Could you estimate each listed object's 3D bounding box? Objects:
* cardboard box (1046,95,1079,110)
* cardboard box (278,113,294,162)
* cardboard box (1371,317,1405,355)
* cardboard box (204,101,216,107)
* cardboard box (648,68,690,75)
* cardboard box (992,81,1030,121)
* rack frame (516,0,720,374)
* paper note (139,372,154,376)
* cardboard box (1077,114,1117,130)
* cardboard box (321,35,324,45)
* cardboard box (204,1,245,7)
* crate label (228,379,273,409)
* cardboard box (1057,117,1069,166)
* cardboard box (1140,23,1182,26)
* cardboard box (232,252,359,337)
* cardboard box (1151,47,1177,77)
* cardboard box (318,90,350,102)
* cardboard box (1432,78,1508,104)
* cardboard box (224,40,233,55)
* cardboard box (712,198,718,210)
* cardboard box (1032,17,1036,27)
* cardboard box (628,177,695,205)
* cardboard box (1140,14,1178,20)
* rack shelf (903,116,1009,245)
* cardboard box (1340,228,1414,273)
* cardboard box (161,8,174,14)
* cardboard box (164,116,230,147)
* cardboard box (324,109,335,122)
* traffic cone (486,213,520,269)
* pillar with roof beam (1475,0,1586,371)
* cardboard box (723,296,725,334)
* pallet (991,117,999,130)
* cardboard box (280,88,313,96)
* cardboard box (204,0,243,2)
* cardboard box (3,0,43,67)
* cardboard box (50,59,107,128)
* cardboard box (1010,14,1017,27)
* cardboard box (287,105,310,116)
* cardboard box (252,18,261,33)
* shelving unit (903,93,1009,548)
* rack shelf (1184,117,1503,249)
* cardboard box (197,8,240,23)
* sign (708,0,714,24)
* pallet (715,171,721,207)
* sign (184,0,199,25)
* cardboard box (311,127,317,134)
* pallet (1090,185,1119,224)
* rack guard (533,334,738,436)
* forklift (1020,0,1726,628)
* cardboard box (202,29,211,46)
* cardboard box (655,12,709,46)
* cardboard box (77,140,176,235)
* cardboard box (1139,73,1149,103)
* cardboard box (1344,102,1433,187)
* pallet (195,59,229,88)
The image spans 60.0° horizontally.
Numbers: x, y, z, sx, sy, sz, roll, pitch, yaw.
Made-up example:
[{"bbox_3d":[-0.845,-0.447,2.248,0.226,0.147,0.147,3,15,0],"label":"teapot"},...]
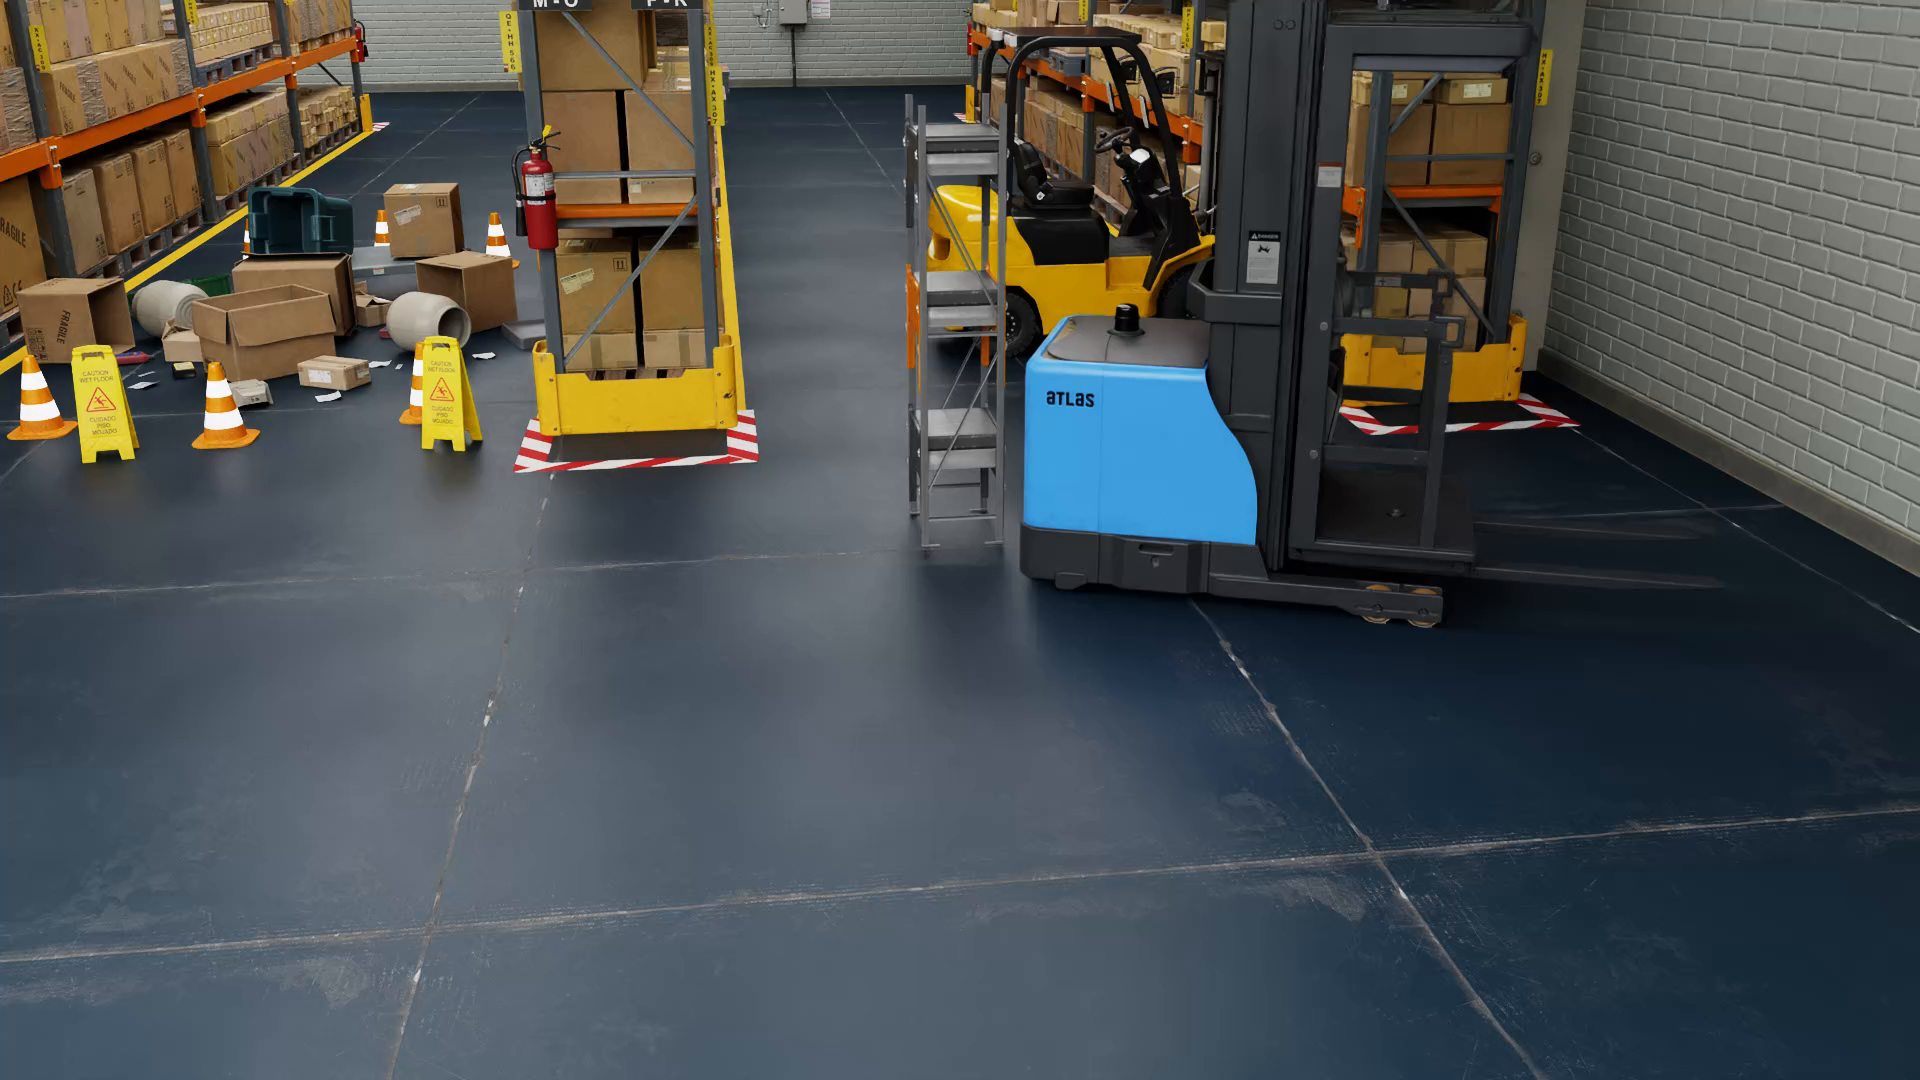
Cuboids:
[{"bbox_3d":[1.256,-5.319,20.216,0.380,0.149,0.250,-3,21,-8],"label":"cardboard box"},{"bbox_3d":[-8.188,-4.736,19.582,0.500,0.500,0.500,-3,21,-9],"label":"cardboard box"},{"bbox_3d":[2.600,-1.391,10.982,0.500,0.250,0.500,-3,21,-7],"label":"cardboard box"},{"bbox_3d":[-8.551,-4.701,18.415,0.500,0.250,0.500,-2,21,-6],"label":"cardboard box"},{"bbox_3d":[-1.877,-2.803,10.867,0.500,0.500,0.500,-3,21,-9],"label":"cardboard box"},{"bbox_3d":[0.730,-6.198,23.497,0.500,0.500,0.500,-3,21,-7],"label":"cardboard box"},{"bbox_3d":[-1.931,-2.084,9.508,1.000,3.000,0.127,-3,21,-8],"label":"rack frame"},{"bbox_3d":[-5.477,-1.118,11.194,0.032,0.001,0.123,8,22,20],"label":"paper note"},{"bbox_3d":[1.505,-4.593,18.272,0.380,0.149,0.250,-4,21,-10],"label":"cardboard box"},{"bbox_3d":[-8.696,-6.672,22.152,0.380,0.149,0.250,-4,21,-10],"label":"cardboard box"},{"bbox_3d":[-8.894,-6.293,20.211,0.500,0.500,0.500,-3,21,-8],"label":"cardboard box"},{"bbox_3d":[-4.493,-0.922,10.488,0.250,0.136,0.298,-15,25,-35],"label":"crate label"},{"bbox_3d":[1.414,-4.621,19.275,0.500,0.500,0.500,-2,21,-5],"label":"cardboard box"},{"bbox_3d":[1.911,-4.799,15.708,0.380,0.149,0.250,-3,21,-8],"label":"cardboard box"},{"bbox_3d":[-4.832,-1.782,12.073,0.797,0.637,0.503,-3,21,-8],"label":"cardboard box"},{"bbox_3d":[1.999,-4.219,14.725,0.500,0.250,0.500,-3,21,-9],"label":"cardboard box"},{"bbox_3d":[-8.652,-6.135,22.979,0.380,0.149,0.250,-3,21,-9],"label":"cardboard box"},{"bbox_3d":[3.188,-2.817,10.400,0.380,0.149,0.250,-3,21,-9],"label":"cardboard box"},{"bbox_3d":[-8.026,-5.272,17.803,0.380,0.149,0.250,-3,21,-7],"label":"cardboard box"},{"bbox_3d":[-2.007,-2.185,12.036,0.500,0.500,0.500,-2,21,-5],"label":"cardboard box"},{"bbox_3d":[1.071,-6.123,19.916,0.396,0.266,0.258,-2,21,-5],"label":"cardboard box"},{"bbox_3d":[-1.775,-2.094,9.895,0.380,0.149,0.250,-3,21,-8],"label":"cardboard box"},{"bbox_3d":[2.074,-5.353,17.192,0.380,0.149,0.250,-2,21,-6],"label":"cardboard box"},{"bbox_3d":[-0.024,-1.684,7.762,0.431,0.518,0.480,-3,21,-8],"label":"rack shelf"},{"bbox_3d":[2.605,-1.856,10.799,0.500,0.250,0.500,-2,21,-6],"label":"cardboard box"},{"bbox_3d":[-8.755,-5.704,18.110,0.380,0.149,0.250,-2,21,-6],"label":"cardboard box"},{"bbox_3d":[-7.828,-4.197,17.066,0.500,0.250,0.500,-4,21,-10],"label":"cardboard box"},{"bbox_3d":[-8.513,-5.629,22.049,0.380,0.149,0.250,-3,21,-7],"label":"cardboard box"},{"bbox_3d":[-4.072,-2.639,14.620,0.336,0.463,0.334,-3,21,-8],"label":"traffic cone"},{"bbox_3d":[-0.488,-5.215,9.318,9.100,9.000,0.400,-3,21,-8],"label":"pillar with roof beam"},{"bbox_3d":[-1.840,-1.463,11.175,0.500,0.250,0.500,-2,21,-6],"label":"cardboard box"},{"bbox_3d":[0.973,-5.845,23.564,1.003,0.211,1.213,-3,21,-8],"label":"pallet"},{"bbox_3d":[-9.223,-6.191,23.128,0.380,0.149,0.250,-3,21,-7],"label":"cardboard box"},{"bbox_3d":[-8.880,-6.757,20.025,0.500,0.500,0.500,-4,21,-10],"label":"cardboard box"},{"bbox_3d":[-7.469,-3.871,12.721,0.700,0.500,0.500,-3,21,-9],"label":"cardboard box"},{"bbox_3d":[-7.274,-3.601,13.428,0.500,0.500,0.500,-3,21,-7],"label":"cardboard box"},{"bbox_3d":[0.936,-6.723,21.719,0.500,0.250,0.500,-2,21,-6],"label":"cardboard box"},{"bbox_3d":[-8.455,-5.407,21.030,0.380,0.149,0.250,-3,21,-9],"label":"cardboard box"},{"bbox_3d":[-8.220,-5.867,18.972,0.380,0.149,0.250,-2,21,-5],"label":"cardboard box"},{"bbox_3d":[-0.024,-1.041,8.002,0.431,2.100,0.503,-3,21,-8],"label":"shelving unit"},{"bbox_3d":[2.692,-2.691,12.161,1.077,0.370,4.000,-3,21,-8],"label":"rack shelf"},{"bbox_3d":[-8.106,-5.731,18.182,0.380,0.149,0.250,-4,21,-10],"label":"cardboard box"},{"bbox_3d":[-2.548,-5.389,16.817,0.100,0.325,0.005,-3,21,-8],"label":"sign"},{"bbox_3d":[-3.123,-3.824,18.153,1.003,0.211,1.213,-3,21,-8],"label":"pallet"},{"bbox_3d":[-7.419,-5.140,16.037,0.100,0.325,0.005,-3,21,-8],"label":"sign"},{"bbox_3d":[-8.491,-5.218,21.375,0.380,0.149,0.250,-3,21,-9],"label":"cardboard box"},{"bbox_3d":[1.907,-3.512,17.317,1.003,0.211,1.213,-3,21,-8],"label":"pallet"},{"bbox_3d":[-1.942,-0.939,10.016,1.175,0.500,0.348,-3,21,-8],"label":"rack guard"},{"bbox_3d":[1.848,-1.198,7.234,3.031,2.935,1.130,5,21,12],"label":"forklift"},{"bbox_3d":[-7.922,-5.151,17.054,0.380,0.149,0.250,-4,21,-9],"label":"cardboard box"},{"bbox_3d":[-2.291,-4.028,13.546,0.500,0.500,0.500,-2,21,-6],"label":"cardboard box"},{"bbox_3d":[-7.840,-3.194,15.095,1.050,0.750,0.750,-3,21,-7],"label":"cardboard box"},{"bbox_3d":[1.953,-4.159,15.277,0.500,0.250,0.500,-3,21,-7],"label":"cardboard box"},{"bbox_3d":[2.650,-2.539,10.585,0.500,0.500,0.500,-3,21,-9],"label":"cardboard box"},{"bbox_3d":[-8.176,-4.720,16.842,1.213,0.211,1.003,-3,21,-8],"label":"pallet"}]
